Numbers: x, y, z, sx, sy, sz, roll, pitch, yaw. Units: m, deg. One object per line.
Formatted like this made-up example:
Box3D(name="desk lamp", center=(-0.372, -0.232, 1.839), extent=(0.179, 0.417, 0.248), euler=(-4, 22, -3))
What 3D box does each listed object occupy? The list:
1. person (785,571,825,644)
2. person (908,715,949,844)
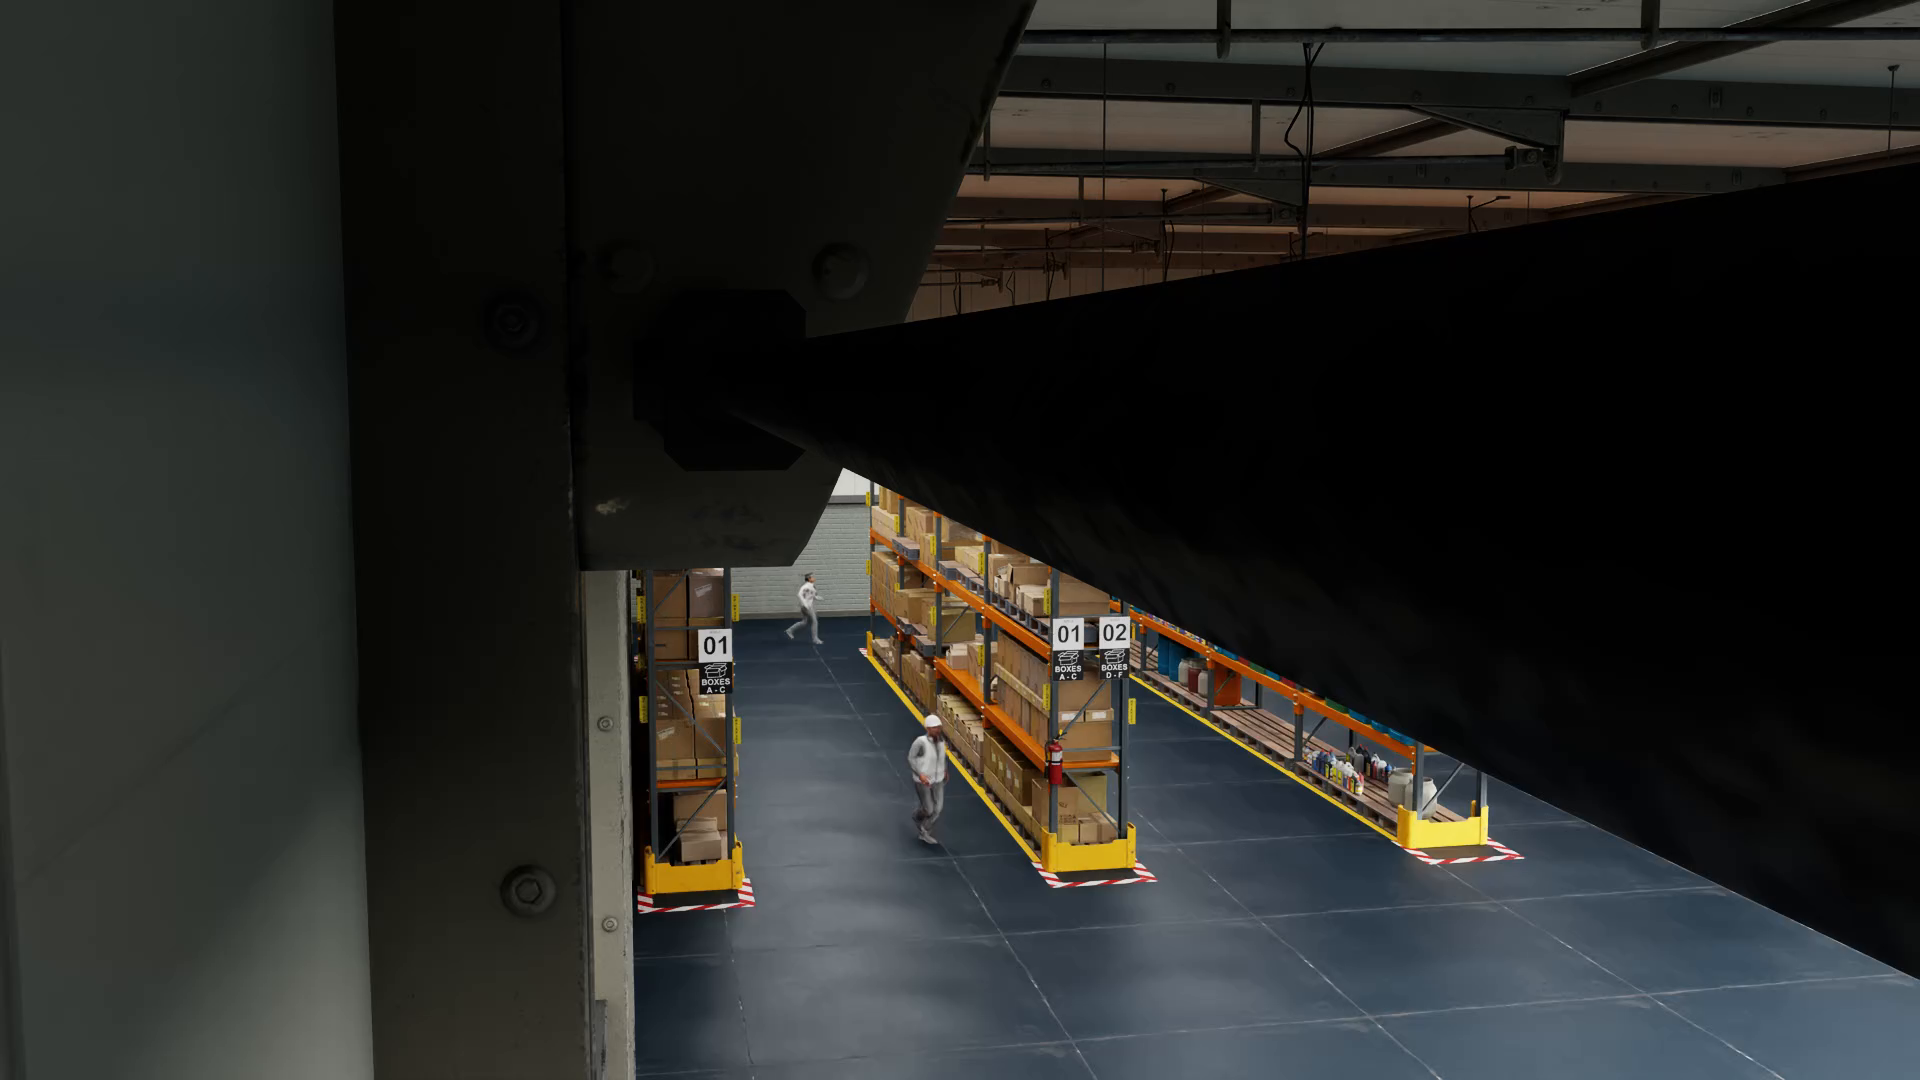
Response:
Box3D(name="person", center=(-3.549, 1.546, 37.963), extent=(0.900, 1.684, 0.581), euler=(0, 6, -4))
Box3D(name="person", center=(-0.450, 3.170, 22.211), extent=(0.652, 1.727, 0.608), euler=(-4, 7, -34))
